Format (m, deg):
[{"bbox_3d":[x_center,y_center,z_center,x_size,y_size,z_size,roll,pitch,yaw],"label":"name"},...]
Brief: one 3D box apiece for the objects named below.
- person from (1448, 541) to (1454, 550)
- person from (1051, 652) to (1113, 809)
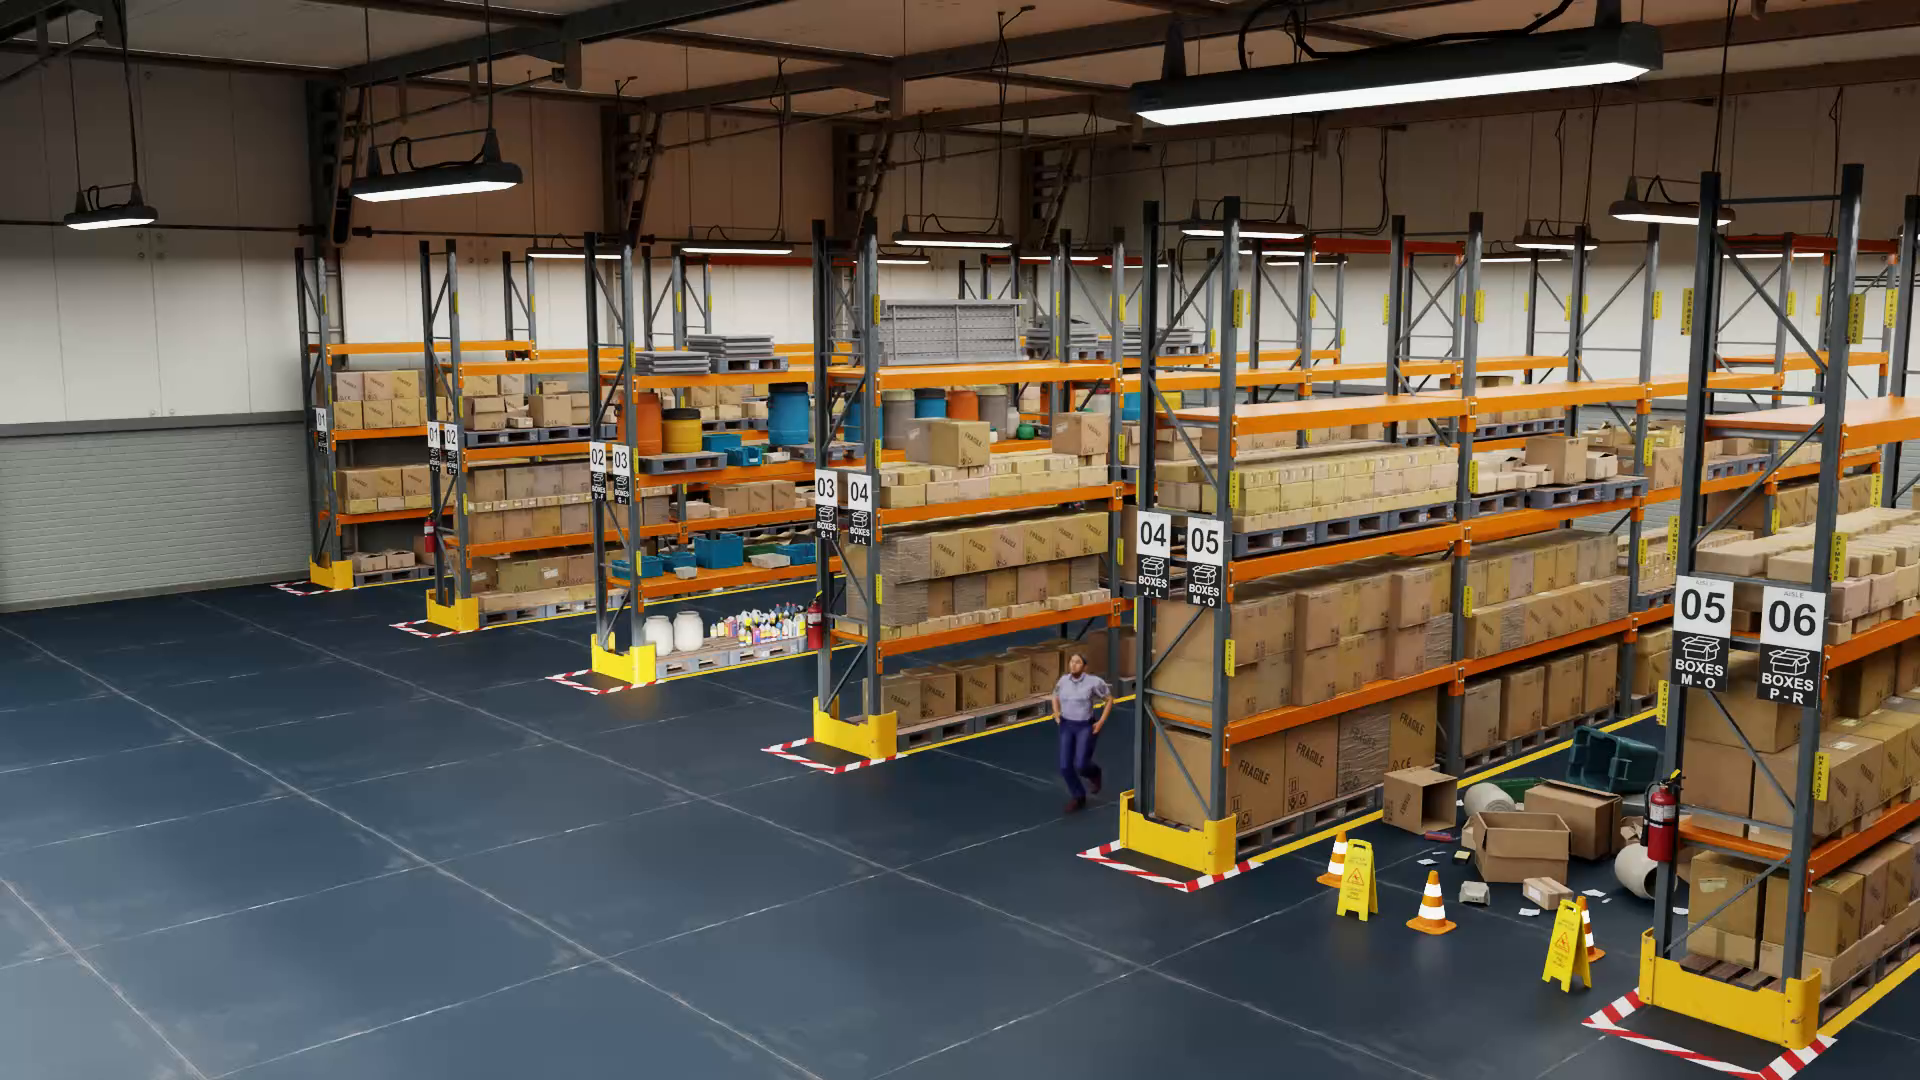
[{"bbox_3d":[6.987,0.857,23.474,0.683,1.815,0.872,7,11,40],"label":"person"},{"bbox_3d":[1.201,1.929,16.836,0.654,1.610,0.535,4,9,27],"label":"person"}]
